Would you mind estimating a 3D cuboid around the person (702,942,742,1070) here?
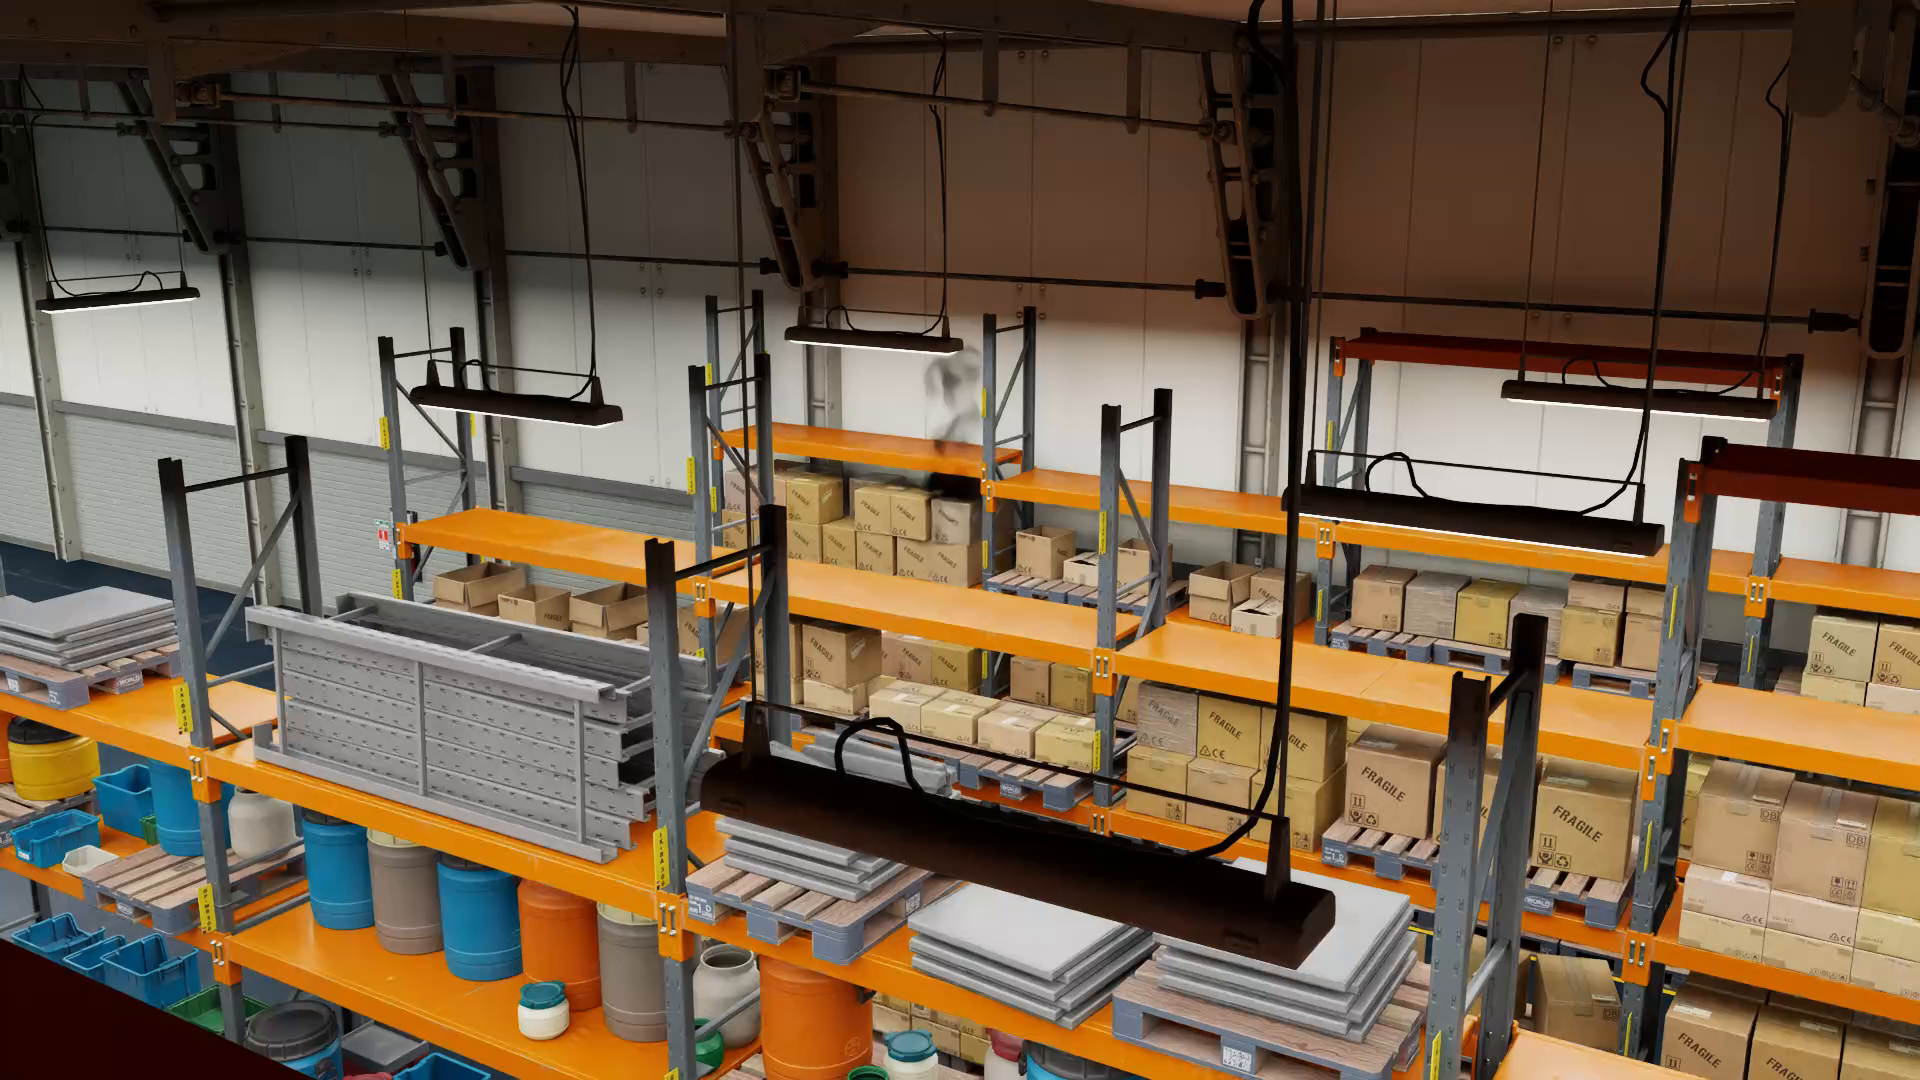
[{"bbox_3d":[-2.023,4.044,13.715,0.682,1.569,0.594,4,15,18],"label":"person"}]
